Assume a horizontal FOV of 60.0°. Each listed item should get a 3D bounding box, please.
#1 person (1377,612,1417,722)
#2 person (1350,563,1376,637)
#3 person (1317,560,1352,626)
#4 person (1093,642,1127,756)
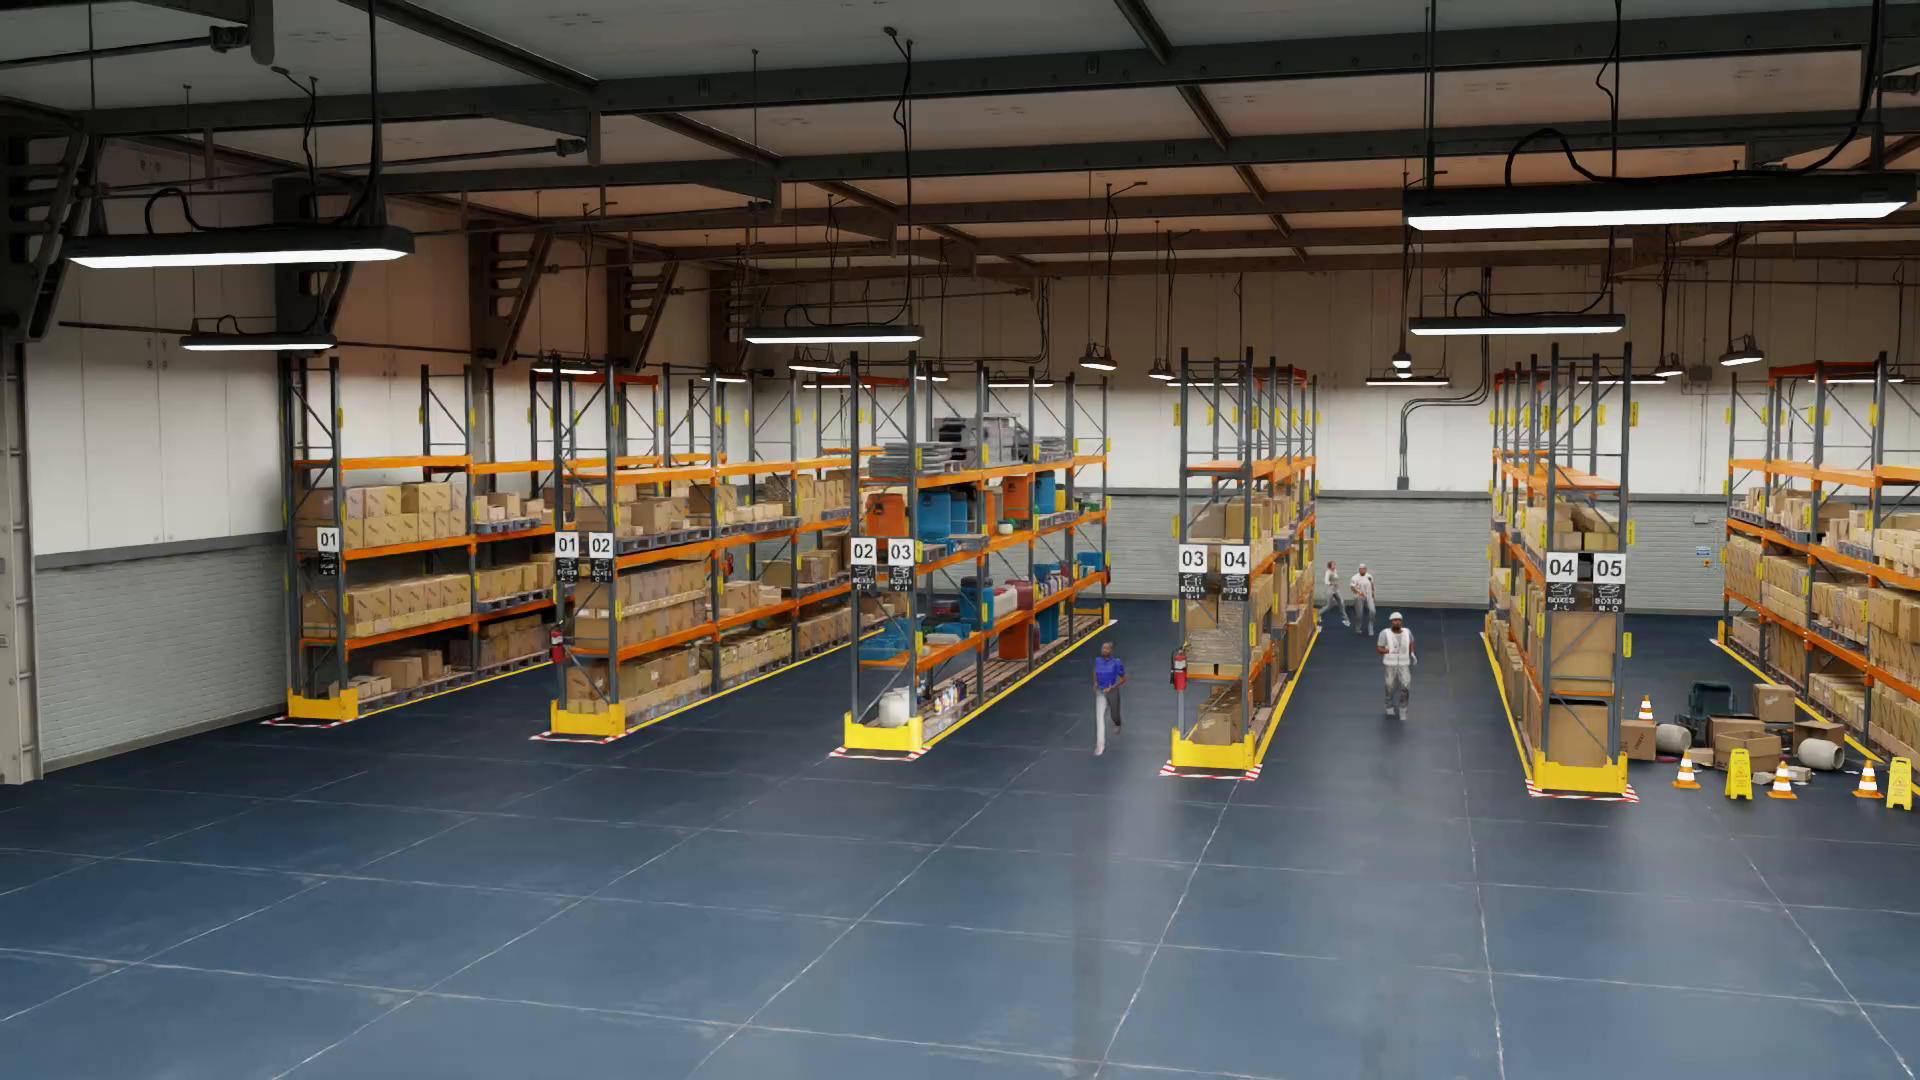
[{"bbox_3d":[7.228,2.097,27.500,0.653,1.810,0.727,0,4,6],"label":"person"},{"bbox_3d":[9.291,1.378,38.307,0.614,1.689,0.675,0,4,-2],"label":"person"},{"bbox_3d":[8.956,1.272,40.072,0.555,1.588,0.883,-4,6,-43],"label":"person"},{"bbox_3d":[2.250,2.354,25.110,0.546,1.659,1.089,1,4,16],"label":"person"}]
